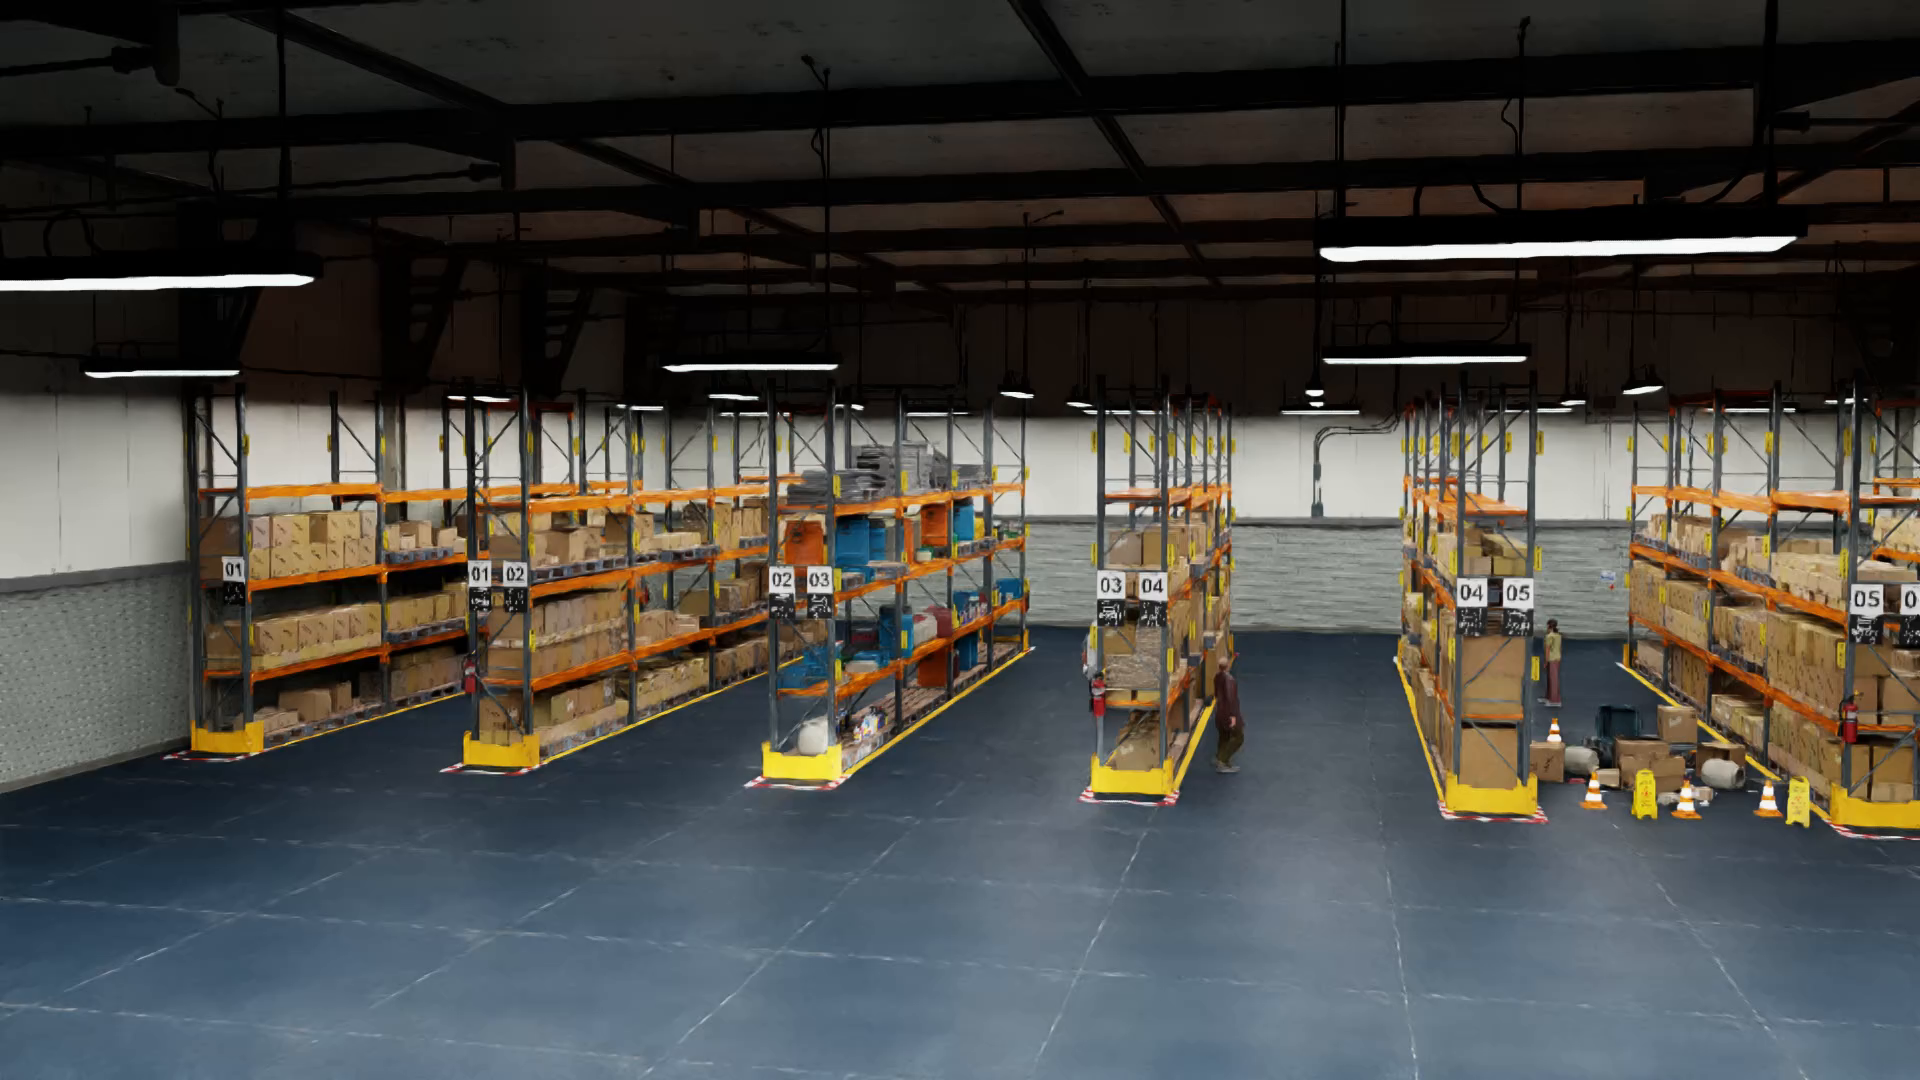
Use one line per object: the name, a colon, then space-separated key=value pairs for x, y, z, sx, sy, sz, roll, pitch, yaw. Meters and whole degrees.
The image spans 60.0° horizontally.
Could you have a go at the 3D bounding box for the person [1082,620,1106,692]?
person: x=2.561 y=2.344 z=31.277 sx=0.553 sy=1.709 sz=1.123 roll=1 pitch=3 yaw=15

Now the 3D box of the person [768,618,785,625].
person: x=-4.910 y=1.614 z=44.747 sx=0.622 sy=1.658 sz=0.499 roll=-2 pitch=4 yaw=-28

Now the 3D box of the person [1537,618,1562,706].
person: x=11.327 y=2.326 z=31.918 sx=0.568 sy=1.668 sz=0.559 roll=3 pitch=4 yaw=43

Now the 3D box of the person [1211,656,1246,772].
person: x=4.059 y=2.662 z=25.329 sx=0.515 sy=1.777 sz=0.628 roll=-1 pitch=3 yaw=-14
